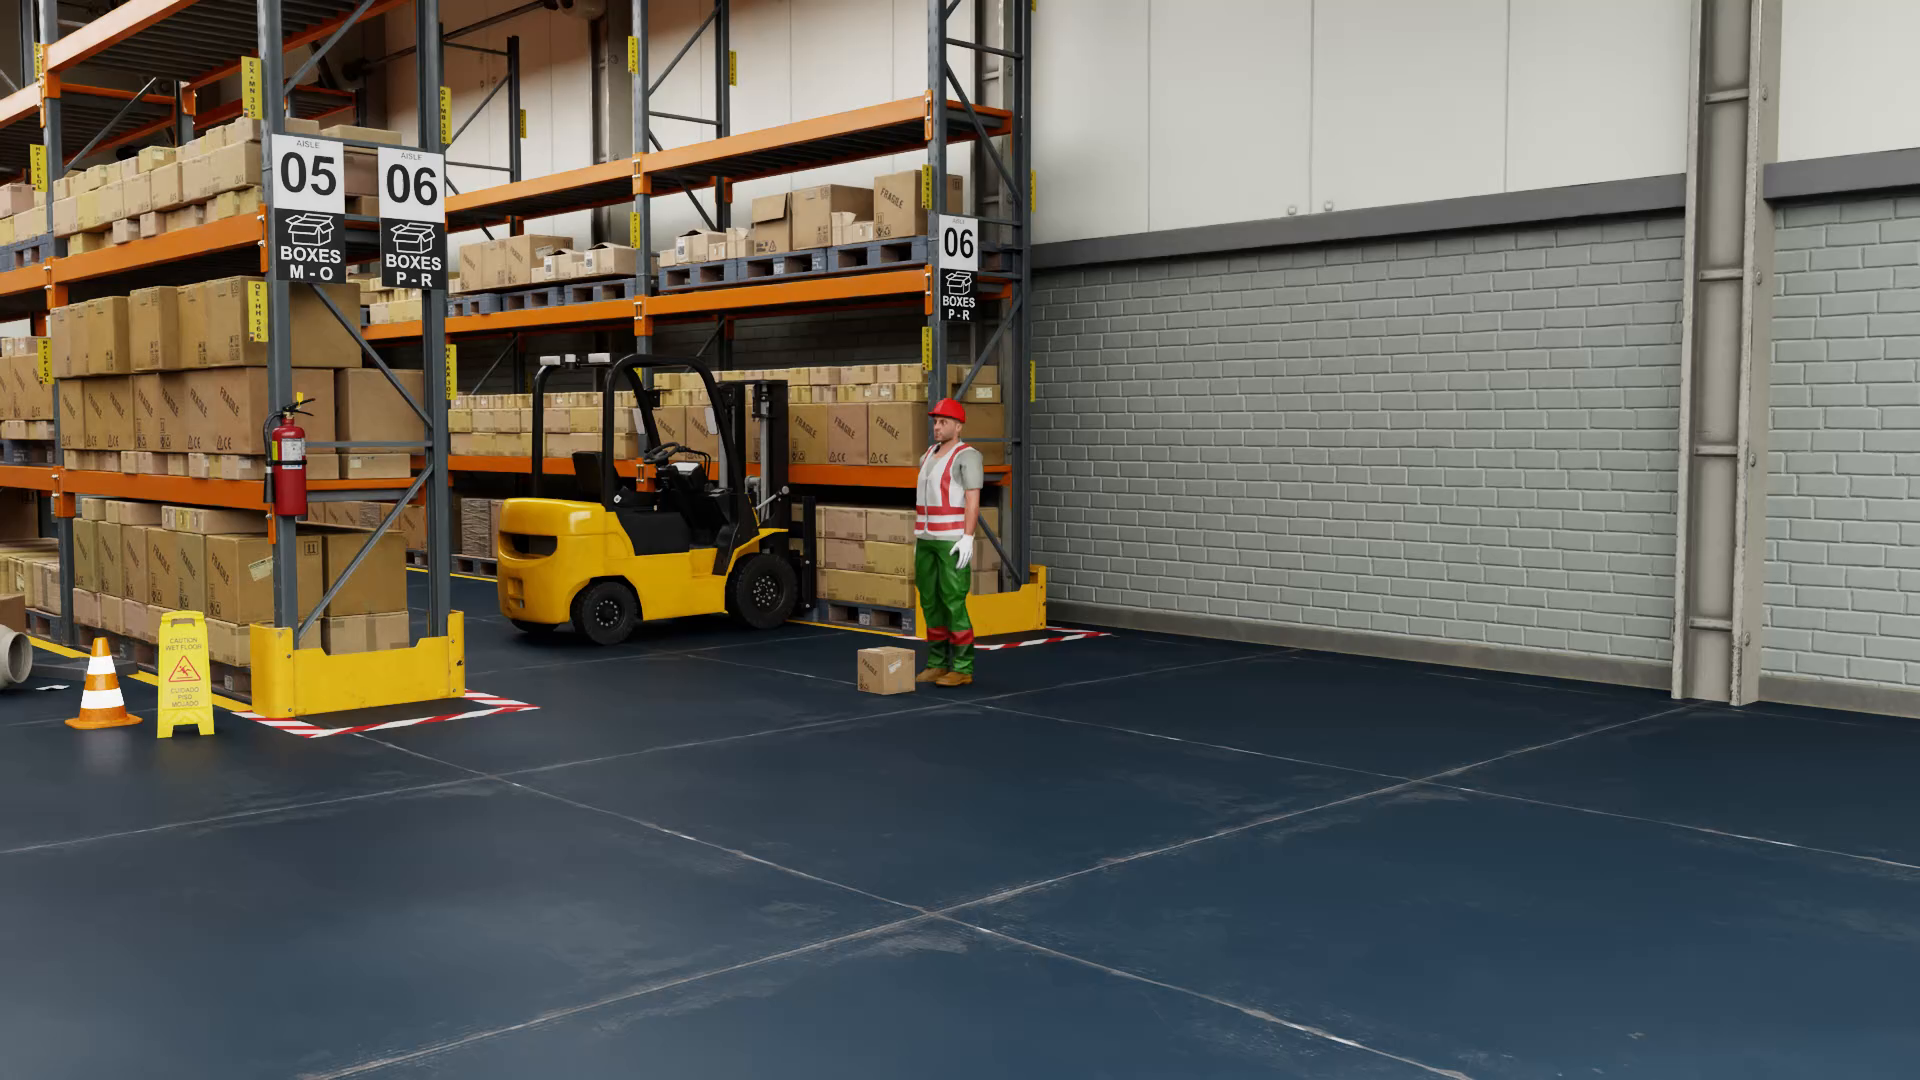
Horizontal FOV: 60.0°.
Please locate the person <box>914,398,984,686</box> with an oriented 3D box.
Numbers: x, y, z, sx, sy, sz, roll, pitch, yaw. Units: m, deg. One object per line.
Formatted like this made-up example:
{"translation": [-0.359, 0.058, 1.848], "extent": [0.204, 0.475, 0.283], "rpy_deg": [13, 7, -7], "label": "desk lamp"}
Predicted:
{"translation": [-0.093, 0.019, 10.405], "extent": [0.342, 1.803, 0.524], "rpy_deg": [-4, 5, -42], "label": "person"}
